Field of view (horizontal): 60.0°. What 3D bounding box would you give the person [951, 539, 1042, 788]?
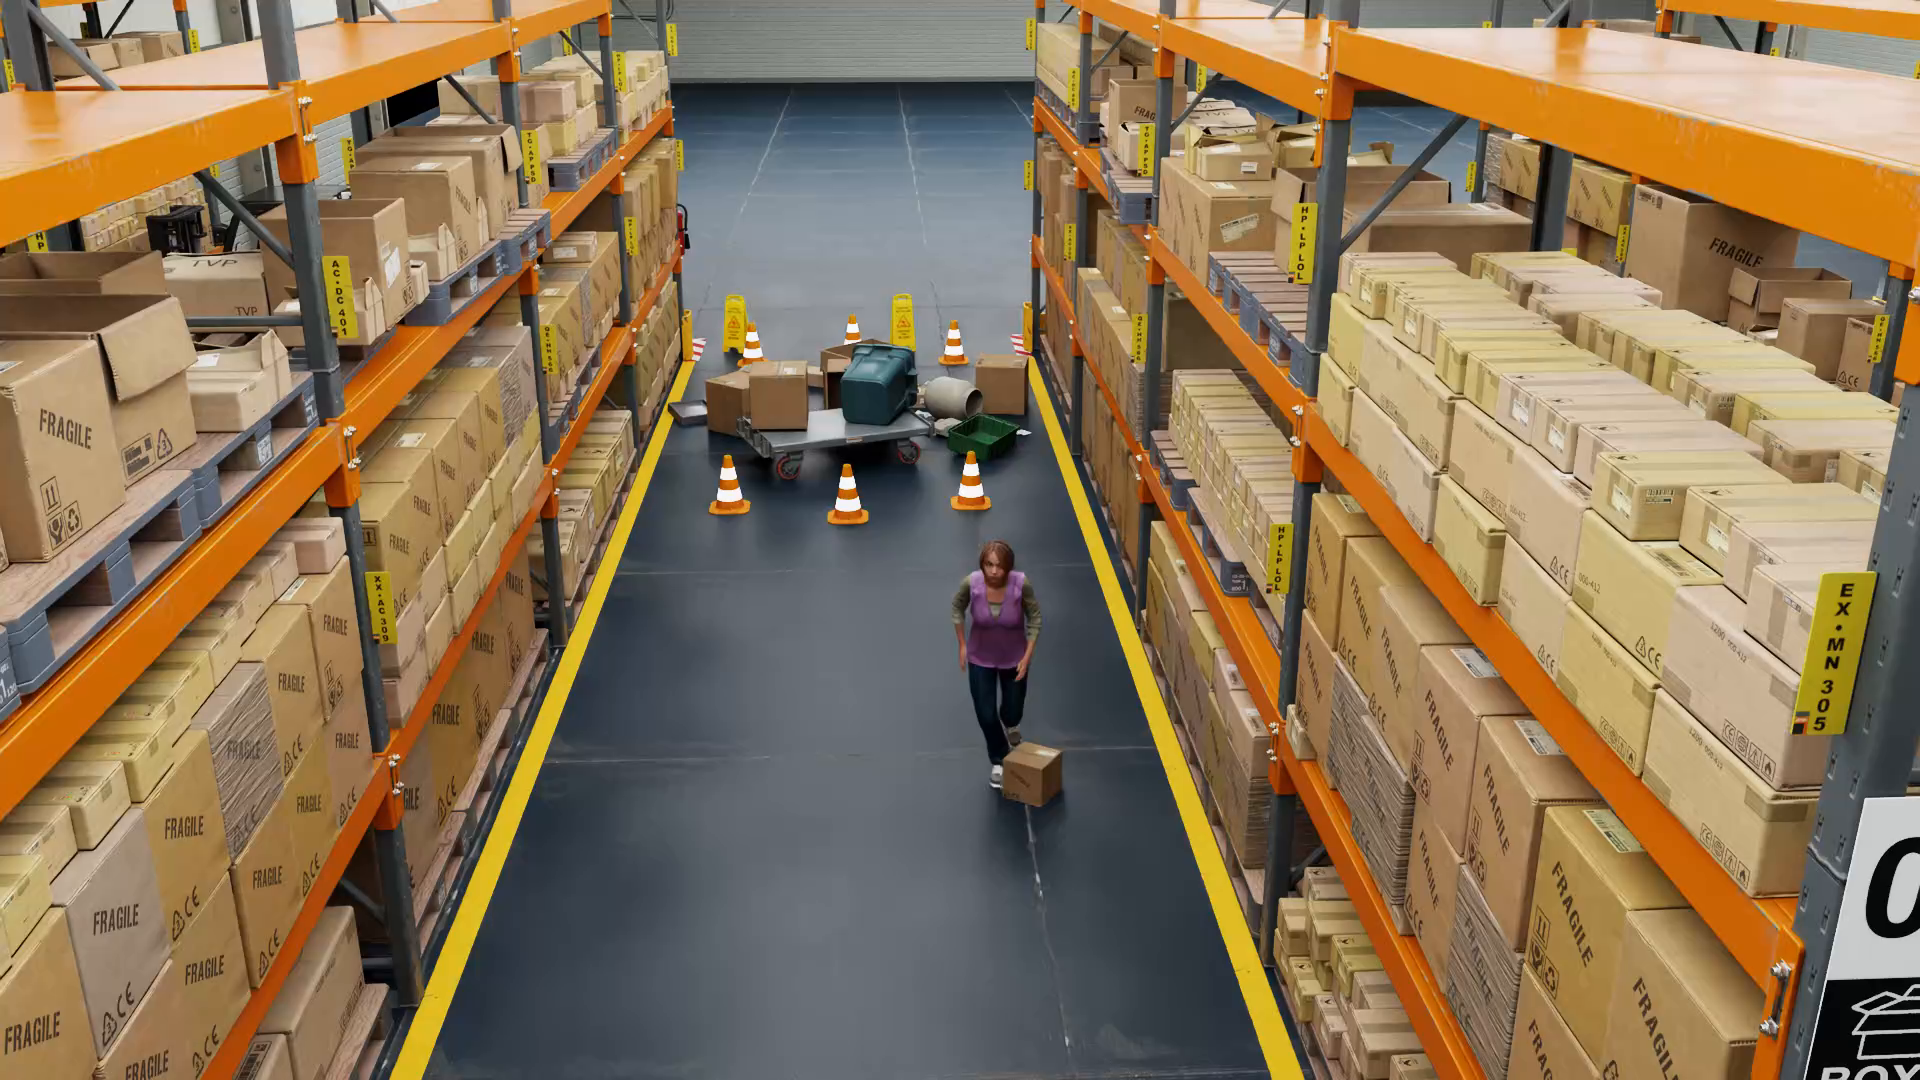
[{"bbox_3d":[0.205,0.649,9.455,0.512,1.545,0.653,1,21,2],"label":"person"}]
